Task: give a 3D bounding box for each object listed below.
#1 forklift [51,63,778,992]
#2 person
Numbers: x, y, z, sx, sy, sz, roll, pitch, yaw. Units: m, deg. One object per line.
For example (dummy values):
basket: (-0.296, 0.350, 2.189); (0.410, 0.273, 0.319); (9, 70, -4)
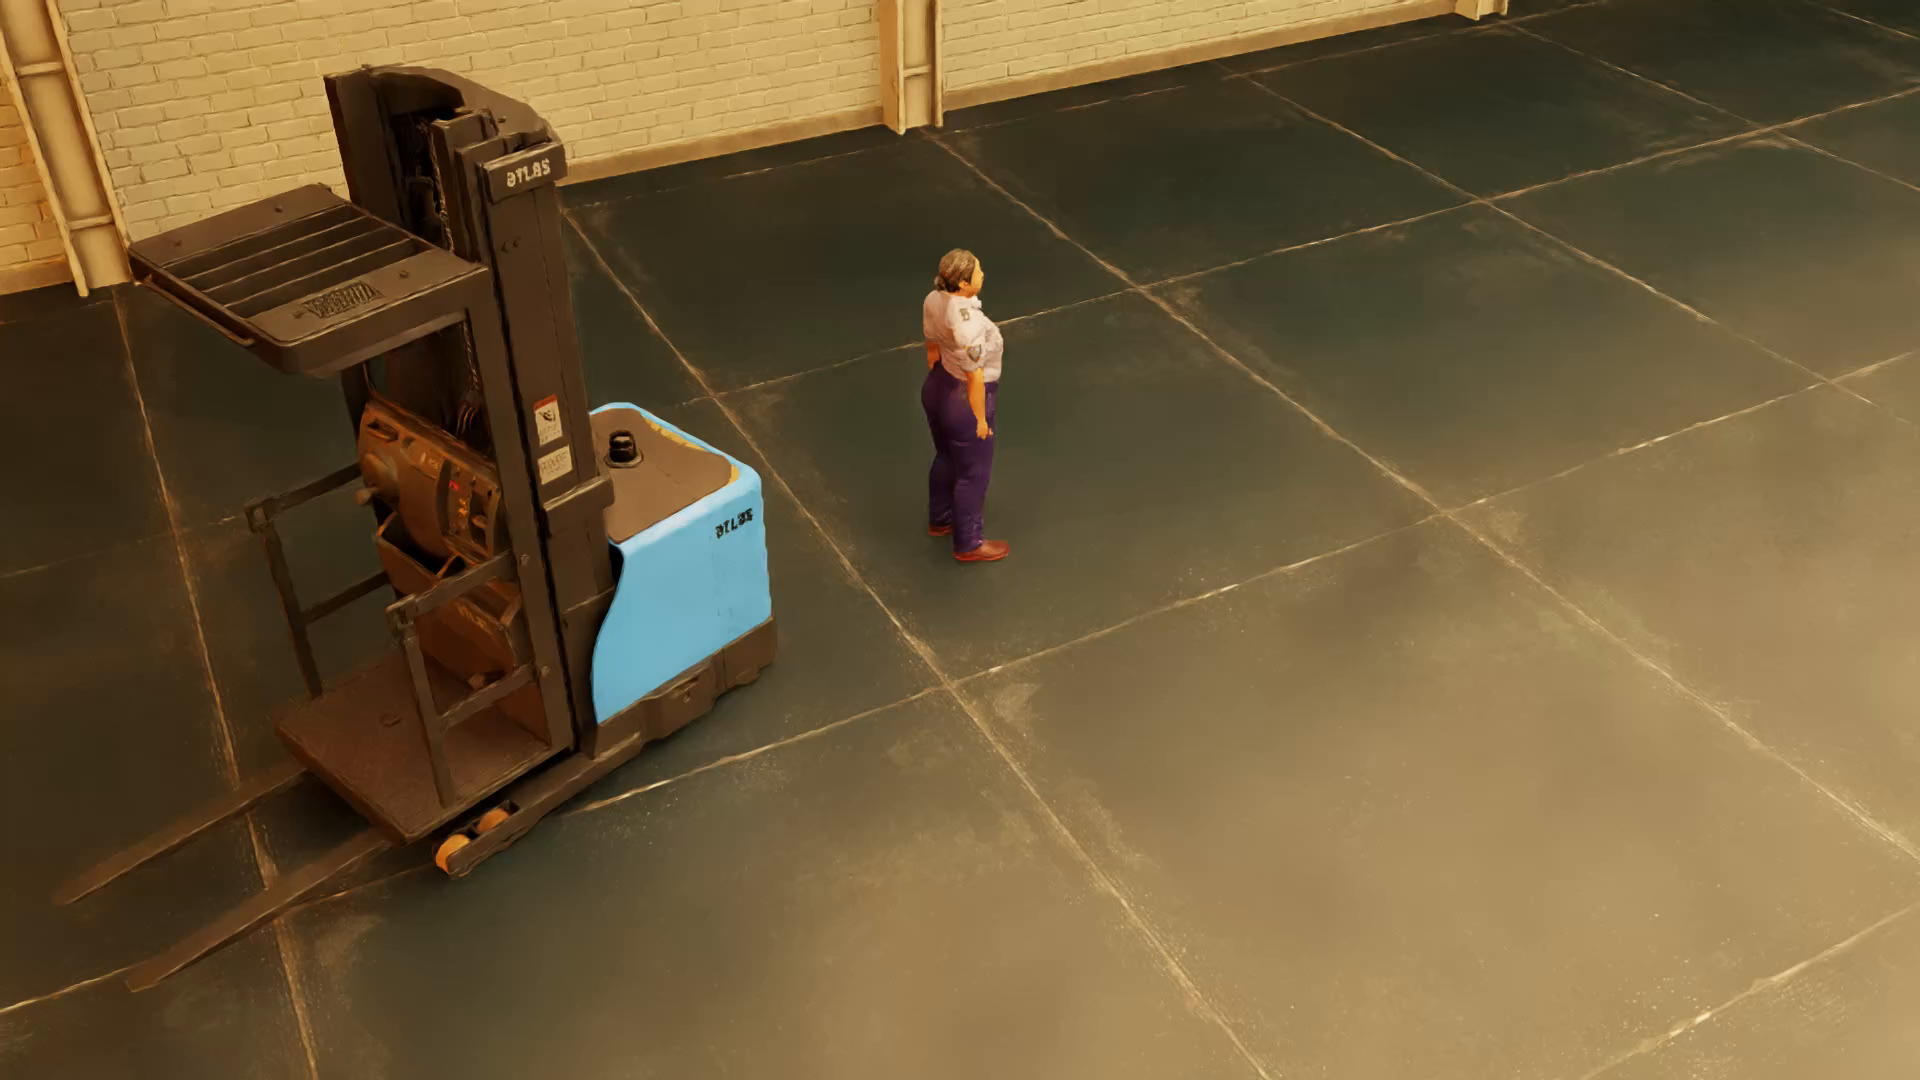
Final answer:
forklift: (-2.211, -0.169, 6.362); (1.130, 2.935, 3.031); (27, 44, 33)
person: (0.017, -0.671, 8.188); (0.349, 1.653, 0.480); (-17, 39, -23)
